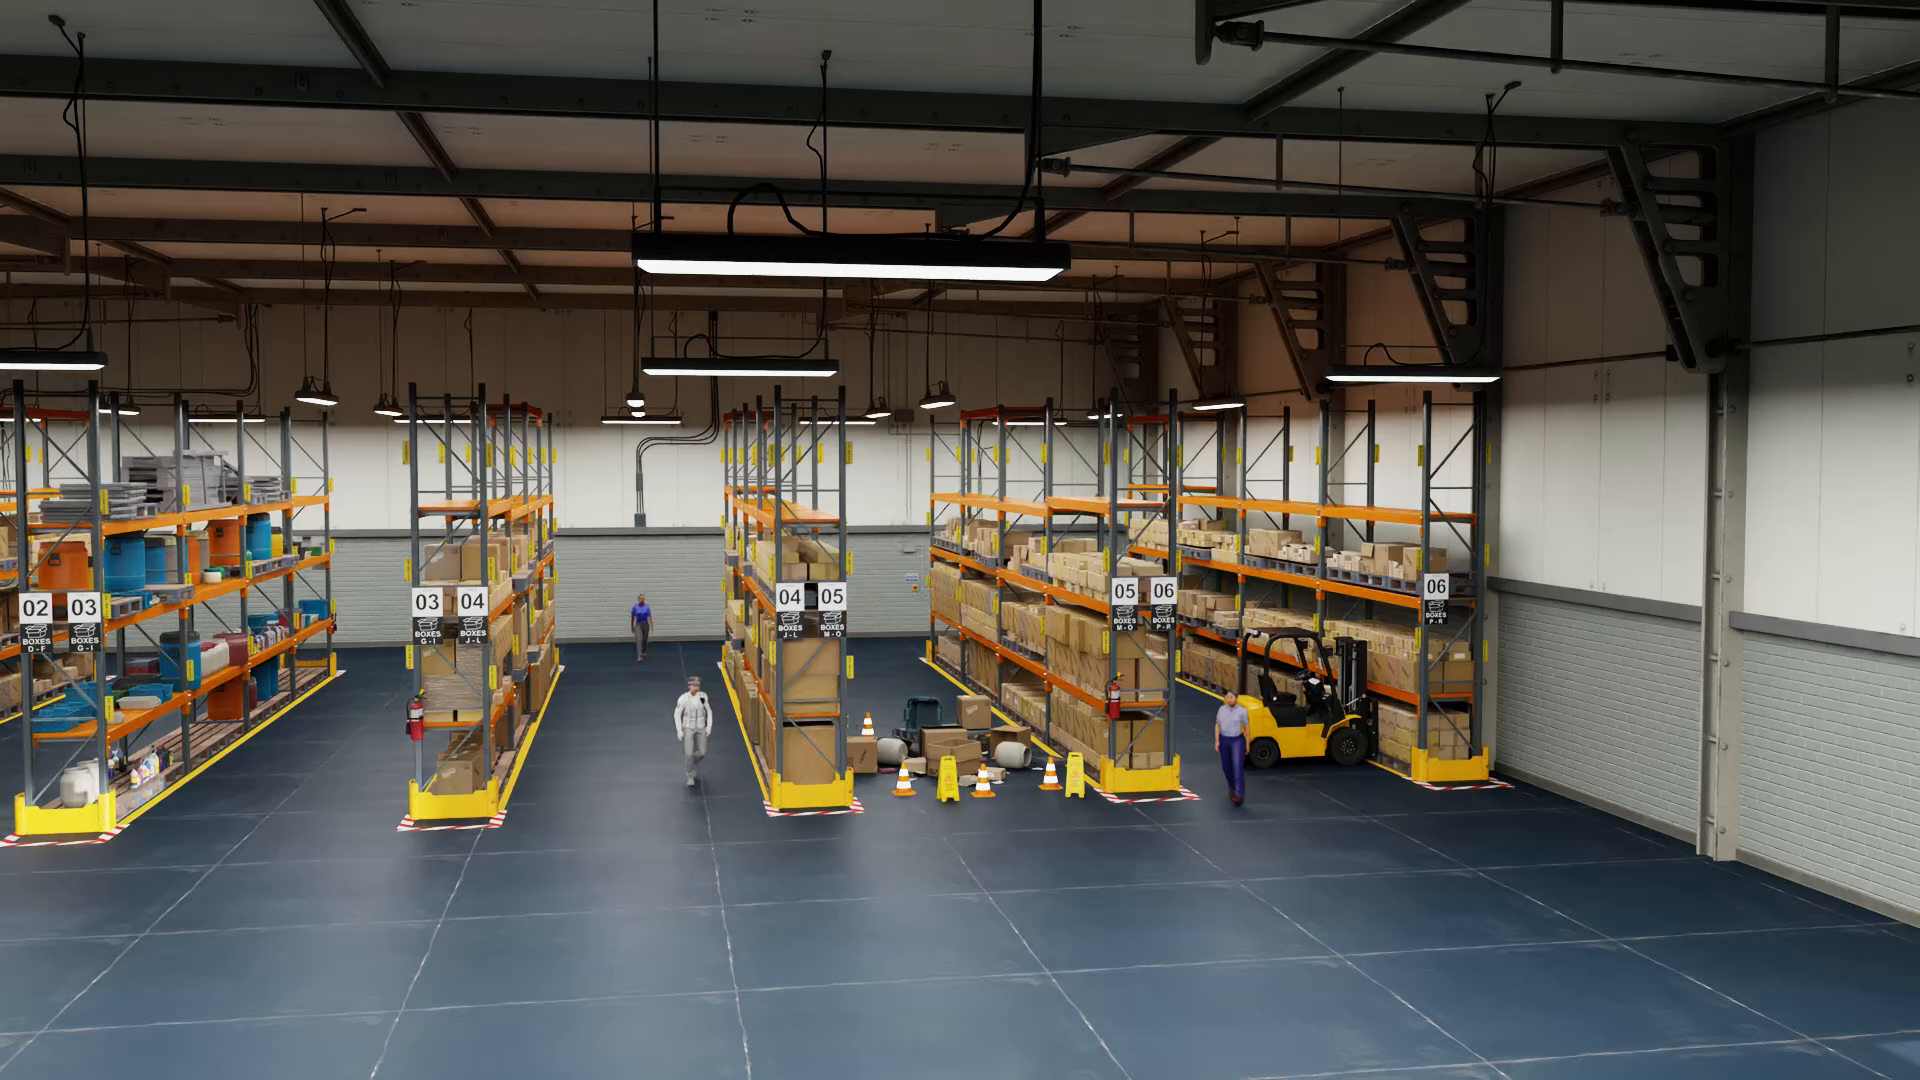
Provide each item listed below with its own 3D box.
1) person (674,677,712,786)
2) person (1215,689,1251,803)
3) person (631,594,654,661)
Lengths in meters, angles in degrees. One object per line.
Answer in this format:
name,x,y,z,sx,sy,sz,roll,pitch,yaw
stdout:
person,-4.102,2.894,25.499,0.583,1.659,0.548,-1,3,-23
person,3.965,2.972,24.164,0.556,1.619,0.812,2,4,35
person,-7.777,2.131,40.691,0.540,1.580,1.021,-1,3,-14
